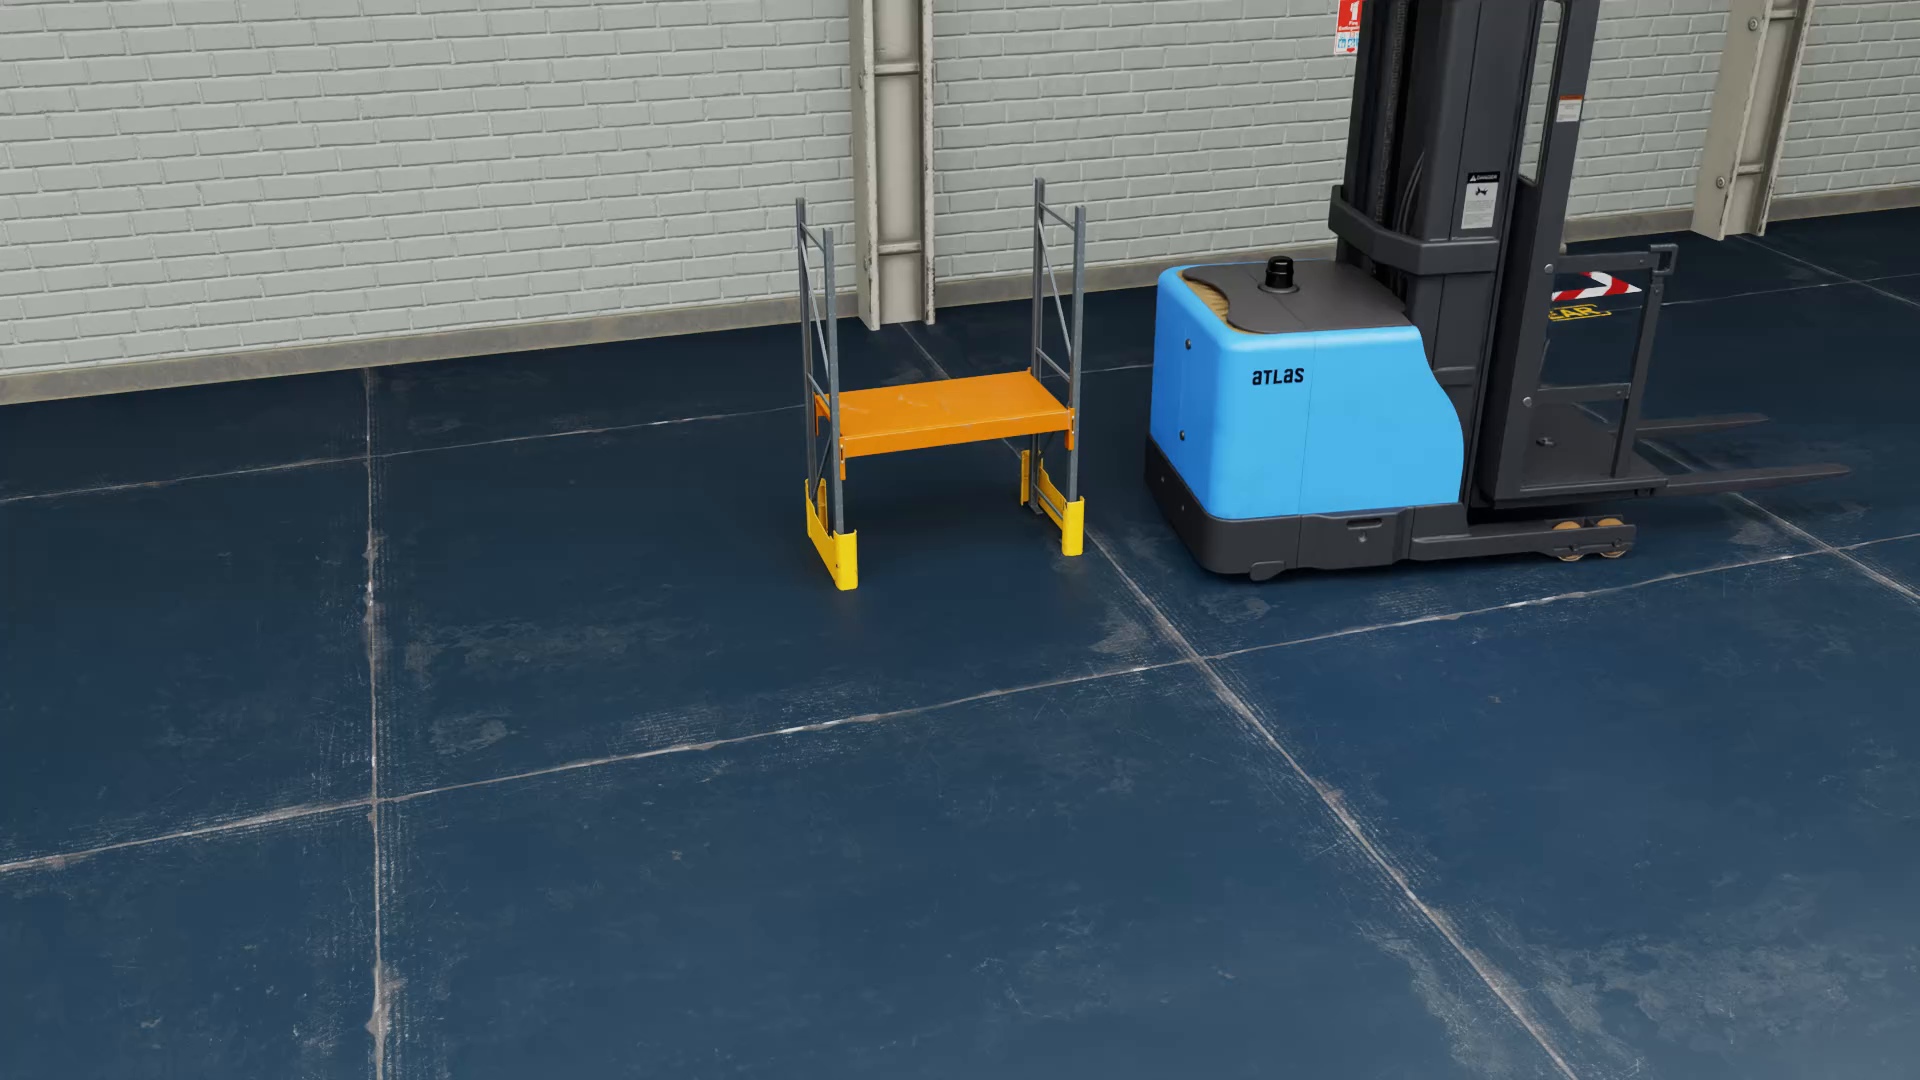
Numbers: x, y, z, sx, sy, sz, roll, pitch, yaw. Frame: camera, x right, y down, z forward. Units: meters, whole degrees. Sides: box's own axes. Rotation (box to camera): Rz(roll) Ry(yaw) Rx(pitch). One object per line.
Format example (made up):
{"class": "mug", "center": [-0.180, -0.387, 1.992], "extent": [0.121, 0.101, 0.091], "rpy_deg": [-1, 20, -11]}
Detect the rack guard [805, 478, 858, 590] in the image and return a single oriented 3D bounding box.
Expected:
{"class": "rack guard", "center": [-0.546, -0.033, 7.035], "extent": [0.087, 0.250, 0.587], "rpy_deg": [-8, 28, -16]}

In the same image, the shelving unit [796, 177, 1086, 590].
{"class": "shelving unit", "center": [-0.072, -0.661, 6.895], "extent": [1.083, 1.500, 0.587], "rpy_deg": [-8, 28, -16]}

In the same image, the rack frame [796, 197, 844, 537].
{"class": "rack frame", "center": [-0.564, -0.590, 6.752], "extent": [0.032, 1.500, 0.500], "rpy_deg": [-8, 28, -16]}

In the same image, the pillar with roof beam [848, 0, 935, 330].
{"class": "pillar with roof beam", "center": [0.953, -3.527, 4.234], "extent": [0.400, 9.000, 9.100], "rpy_deg": [-8, 28, -16]}

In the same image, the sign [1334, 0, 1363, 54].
{"class": "sign", "center": [2.405, -3.145, 10.172], "extent": [0.234, 0.329, 0.001], "rpy_deg": [-8, 28, -16]}

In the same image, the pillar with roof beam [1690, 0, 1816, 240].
{"class": "pillar with roof beam", "center": [6.658, -4.353, 5.898], "extent": [0.400, 9.000, 9.100], "rpy_deg": [-8, 28, -16]}

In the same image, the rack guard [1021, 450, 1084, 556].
{"class": "rack guard", "center": [0.401, -0.170, 7.311], "extent": [0.087, 0.250, 0.587], "rpy_deg": [-8, 28, -16]}

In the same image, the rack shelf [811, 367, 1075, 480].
{"class": "rack shelf", "center": [-0.081, -0.499, 6.973], "extent": [1.000, 0.185, 0.538], "rpy_deg": [-8, 28, -16]}

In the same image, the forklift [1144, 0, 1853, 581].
{"class": "forklift", "center": [2.412, -1.448, 6.871], "extent": [3.031, 2.935, 1.130], "rpy_deg": [-5, 27, -9]}

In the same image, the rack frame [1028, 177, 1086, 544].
{"class": "rack frame", "center": [0.402, -0.730, 7.034], "extent": [0.032, 1.500, 0.500], "rpy_deg": [-8, 28, -16]}
